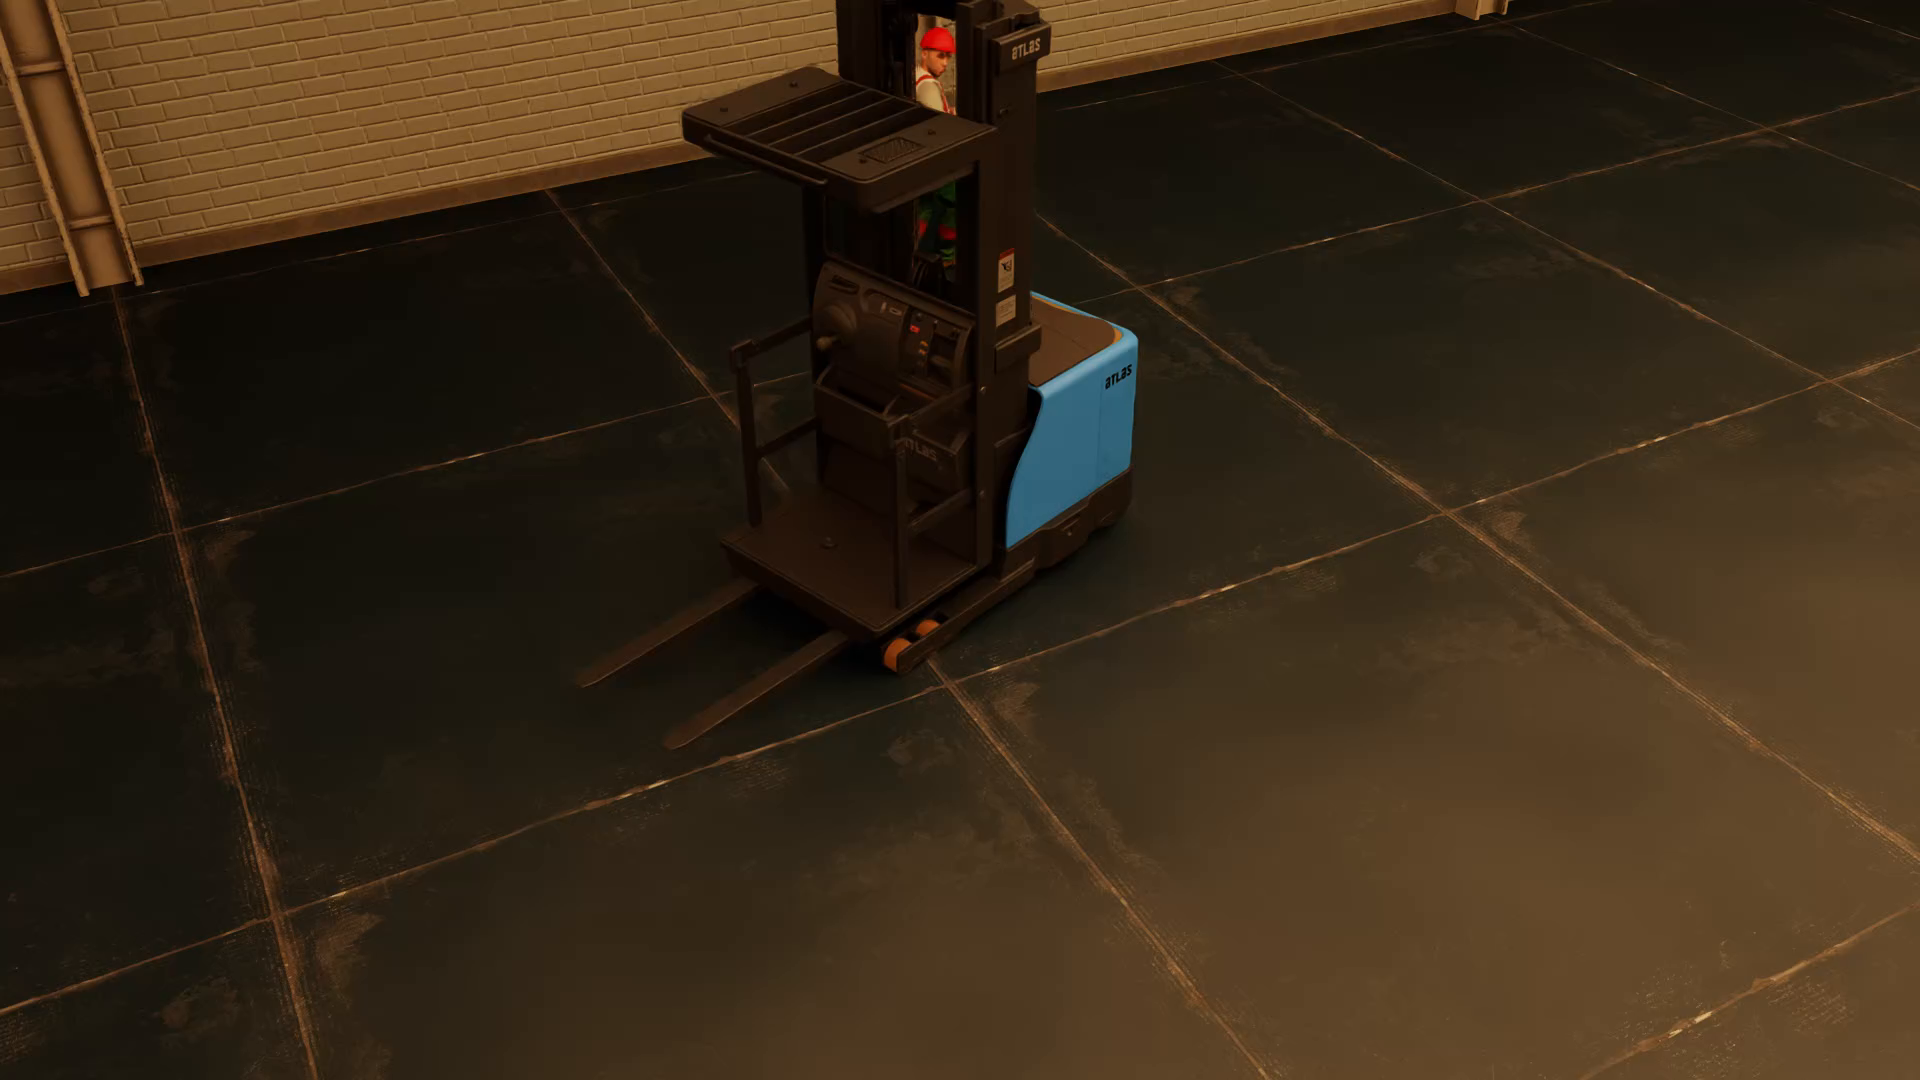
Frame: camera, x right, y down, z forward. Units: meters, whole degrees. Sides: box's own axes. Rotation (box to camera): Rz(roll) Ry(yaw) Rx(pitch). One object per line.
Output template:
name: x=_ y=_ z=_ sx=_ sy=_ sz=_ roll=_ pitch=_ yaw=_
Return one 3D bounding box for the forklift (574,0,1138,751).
forklift: x=-0.456 y=-0.903 z=7.401 sx=1.130 sy=2.935 sz=3.031 roll=28 pitch=44 yaw=33

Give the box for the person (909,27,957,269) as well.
person: x=-0.065 y=-2.457 z=10.716 sx=0.852 sy=1.644 sz=0.895 roll=-22 pitch=41 yaw=-28
